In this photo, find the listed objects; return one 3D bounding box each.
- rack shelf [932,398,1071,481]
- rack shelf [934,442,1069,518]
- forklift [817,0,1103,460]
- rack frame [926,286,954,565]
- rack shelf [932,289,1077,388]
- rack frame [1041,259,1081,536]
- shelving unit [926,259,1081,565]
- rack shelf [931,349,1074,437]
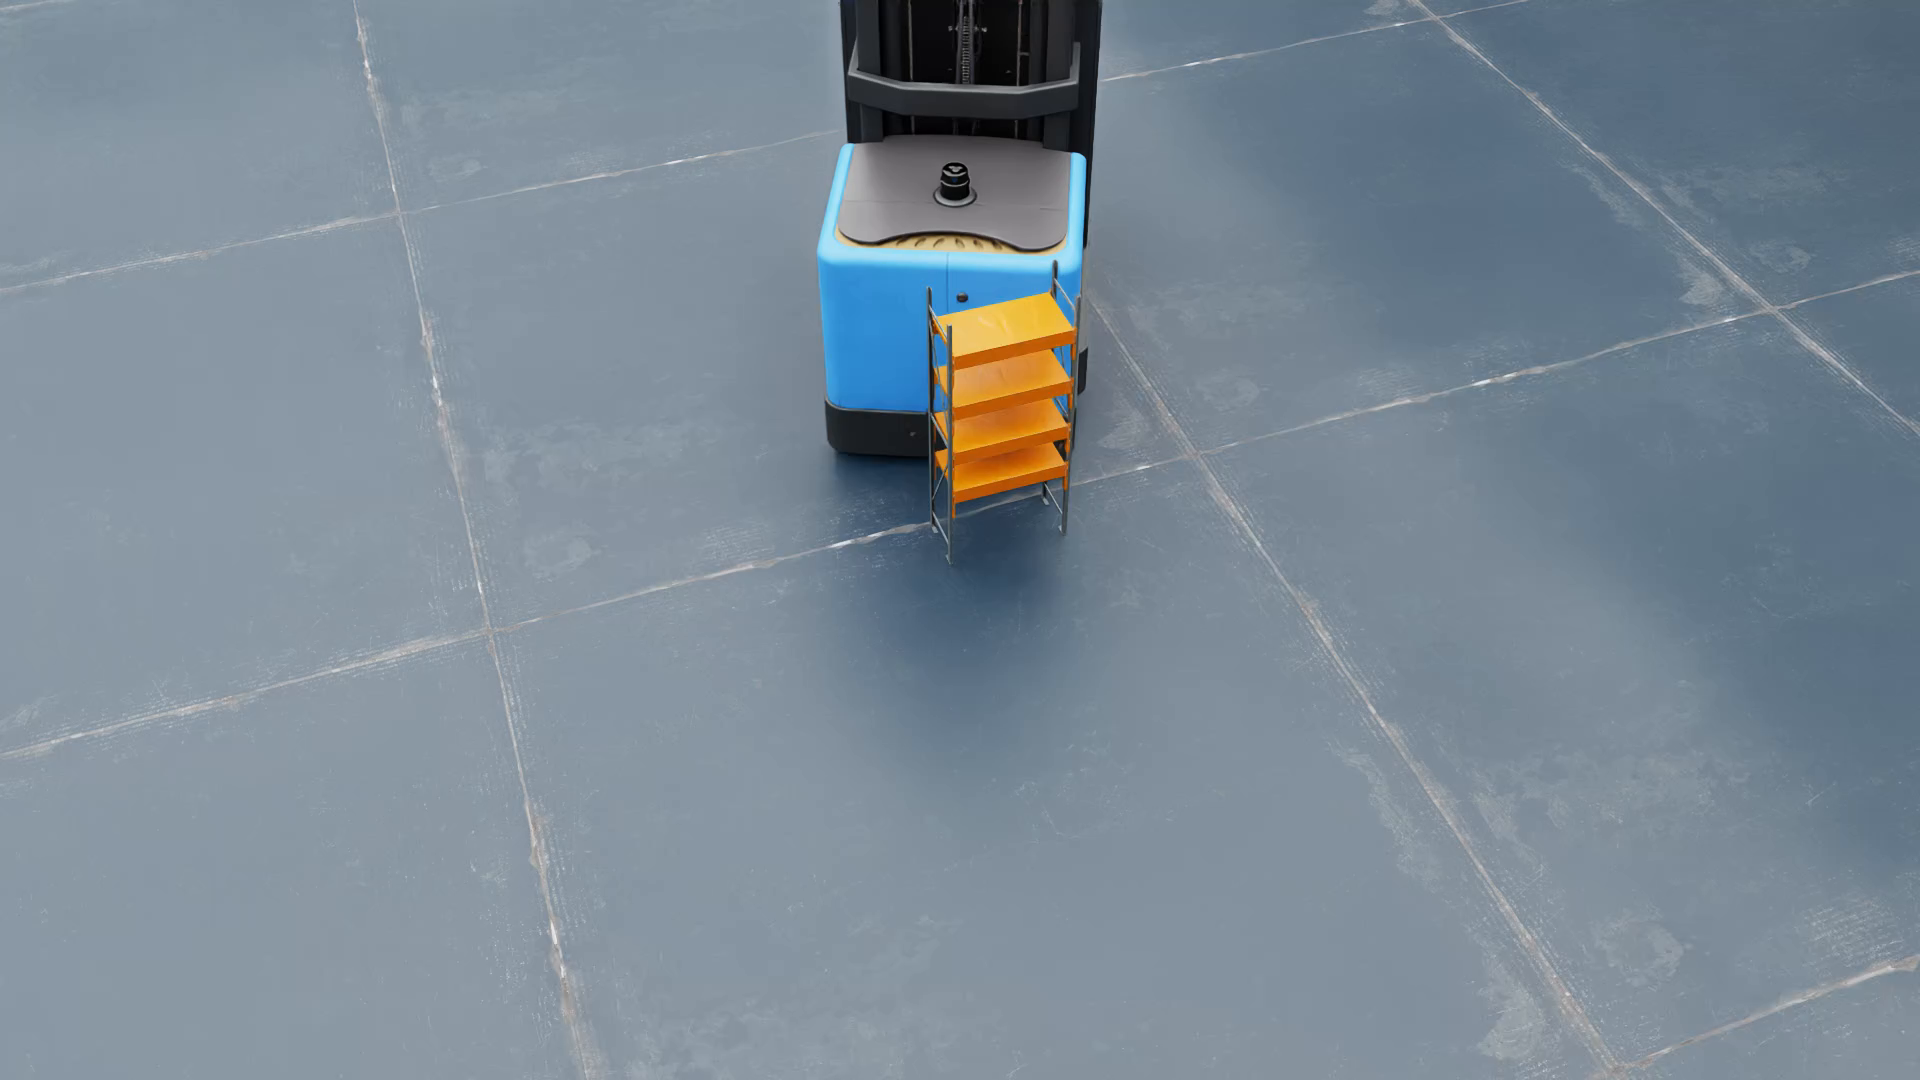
[{"bbox_3d":[0.156,-0.416,6.412,0.480,0.148,0.258,-14,47,-14],"label":"rack shelf"},{"bbox_3d":[0.156,-0.276,6.553,0.480,0.148,0.258,-14,47,-14],"label":"rack shelf"},{"bbox_3d":[0.065,-2.396,7.068,1.130,2.935,3.031,3,45,3],"label":"forklift"},{"bbox_3d":[-0.074,-0.405,6.306,0.015,1.200,0.240,-14,47,-14],"label":"rack frame"},{"bbox_3d":[0.156,-0.741,6.086,0.480,0.148,0.258,-14,47,-14],"label":"rack shelf"},{"bbox_3d":[0.385,-0.522,6.423,0.015,1.200,0.240,-14,47,-14],"label":"rack frame"},{"bbox_3d":[0.156,-0.463,6.365,0.503,1.200,0.258,-14,47,-14],"label":"shelving unit"},{"bbox_3d":[0.156,-0.574,6.254,0.480,0.148,0.258,-14,47,-14],"label":"rack shelf"}]
